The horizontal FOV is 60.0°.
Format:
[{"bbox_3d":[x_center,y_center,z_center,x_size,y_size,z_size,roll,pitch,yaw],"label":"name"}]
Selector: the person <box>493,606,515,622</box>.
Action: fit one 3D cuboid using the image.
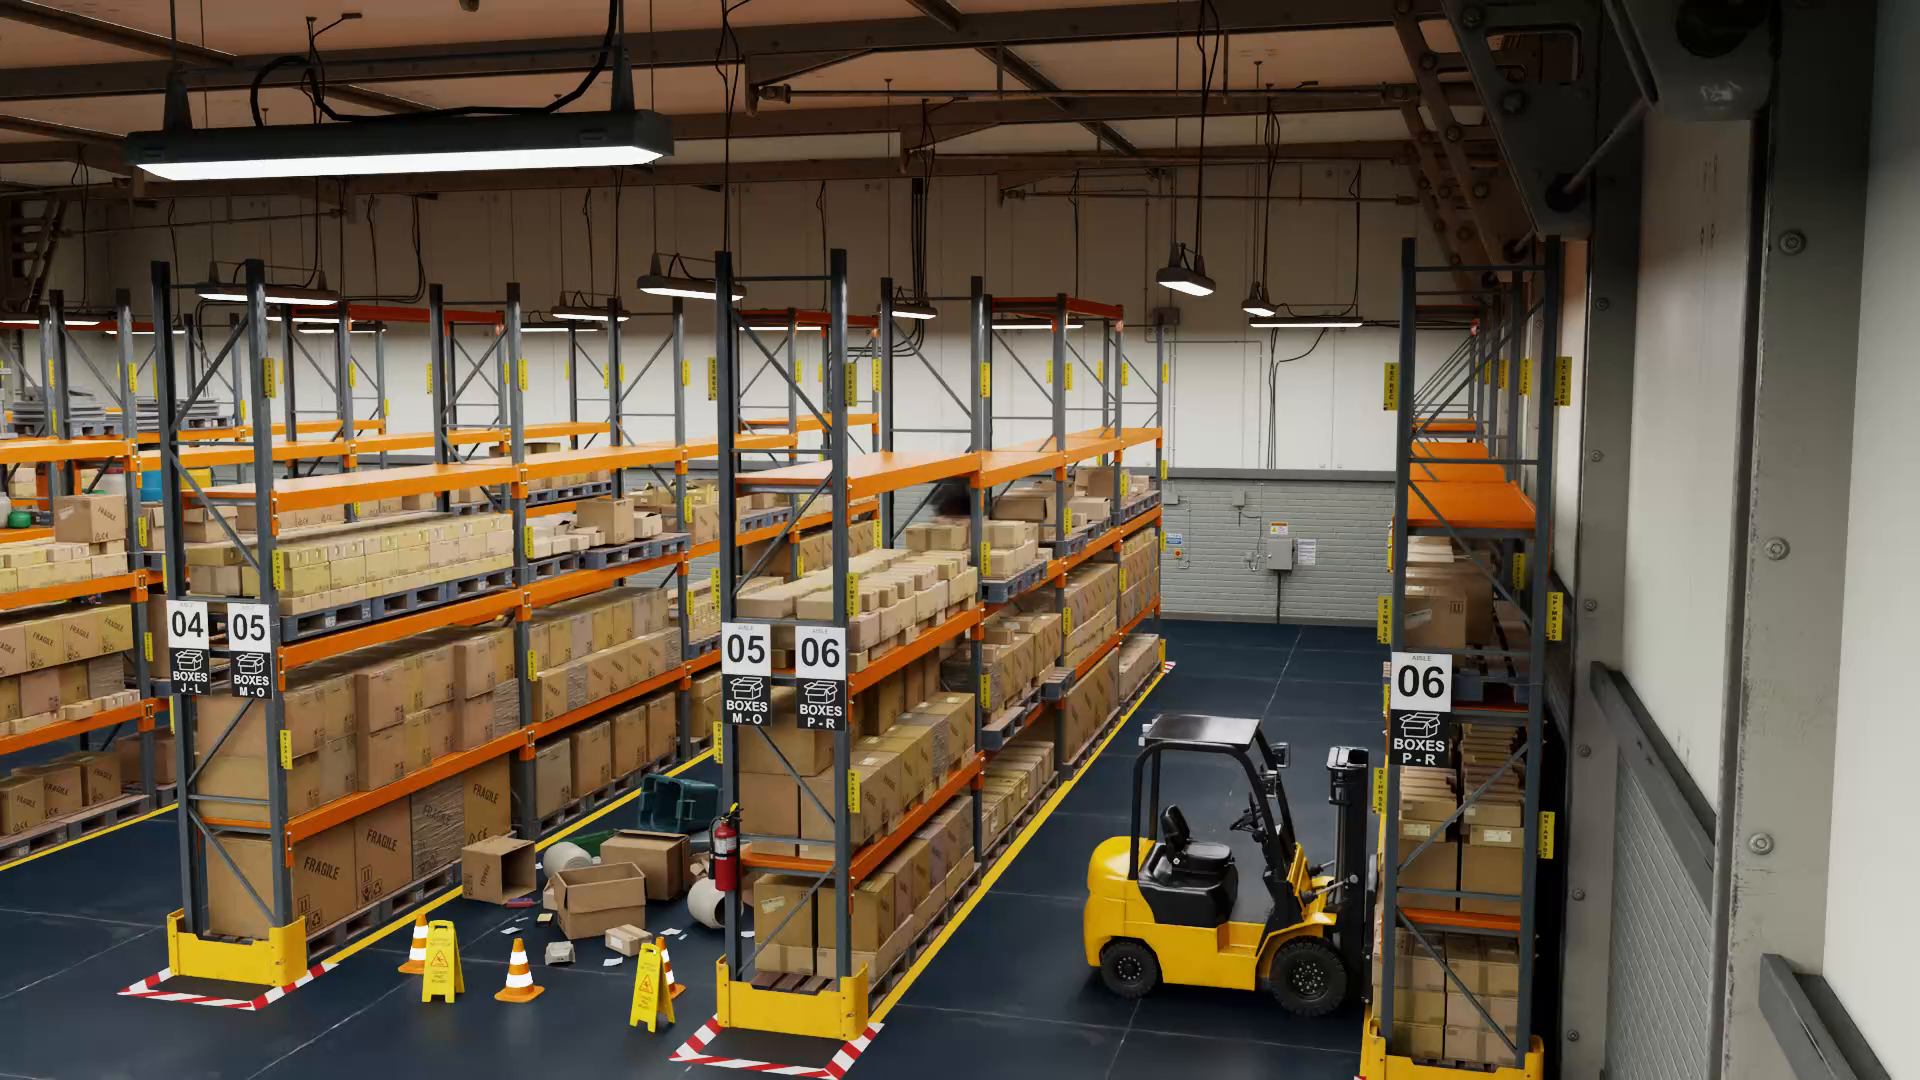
[{"bbox_3d":[-6.678,1.707,24.491,0.676,1.720,0.590,1,6,10],"label":"person"}]
